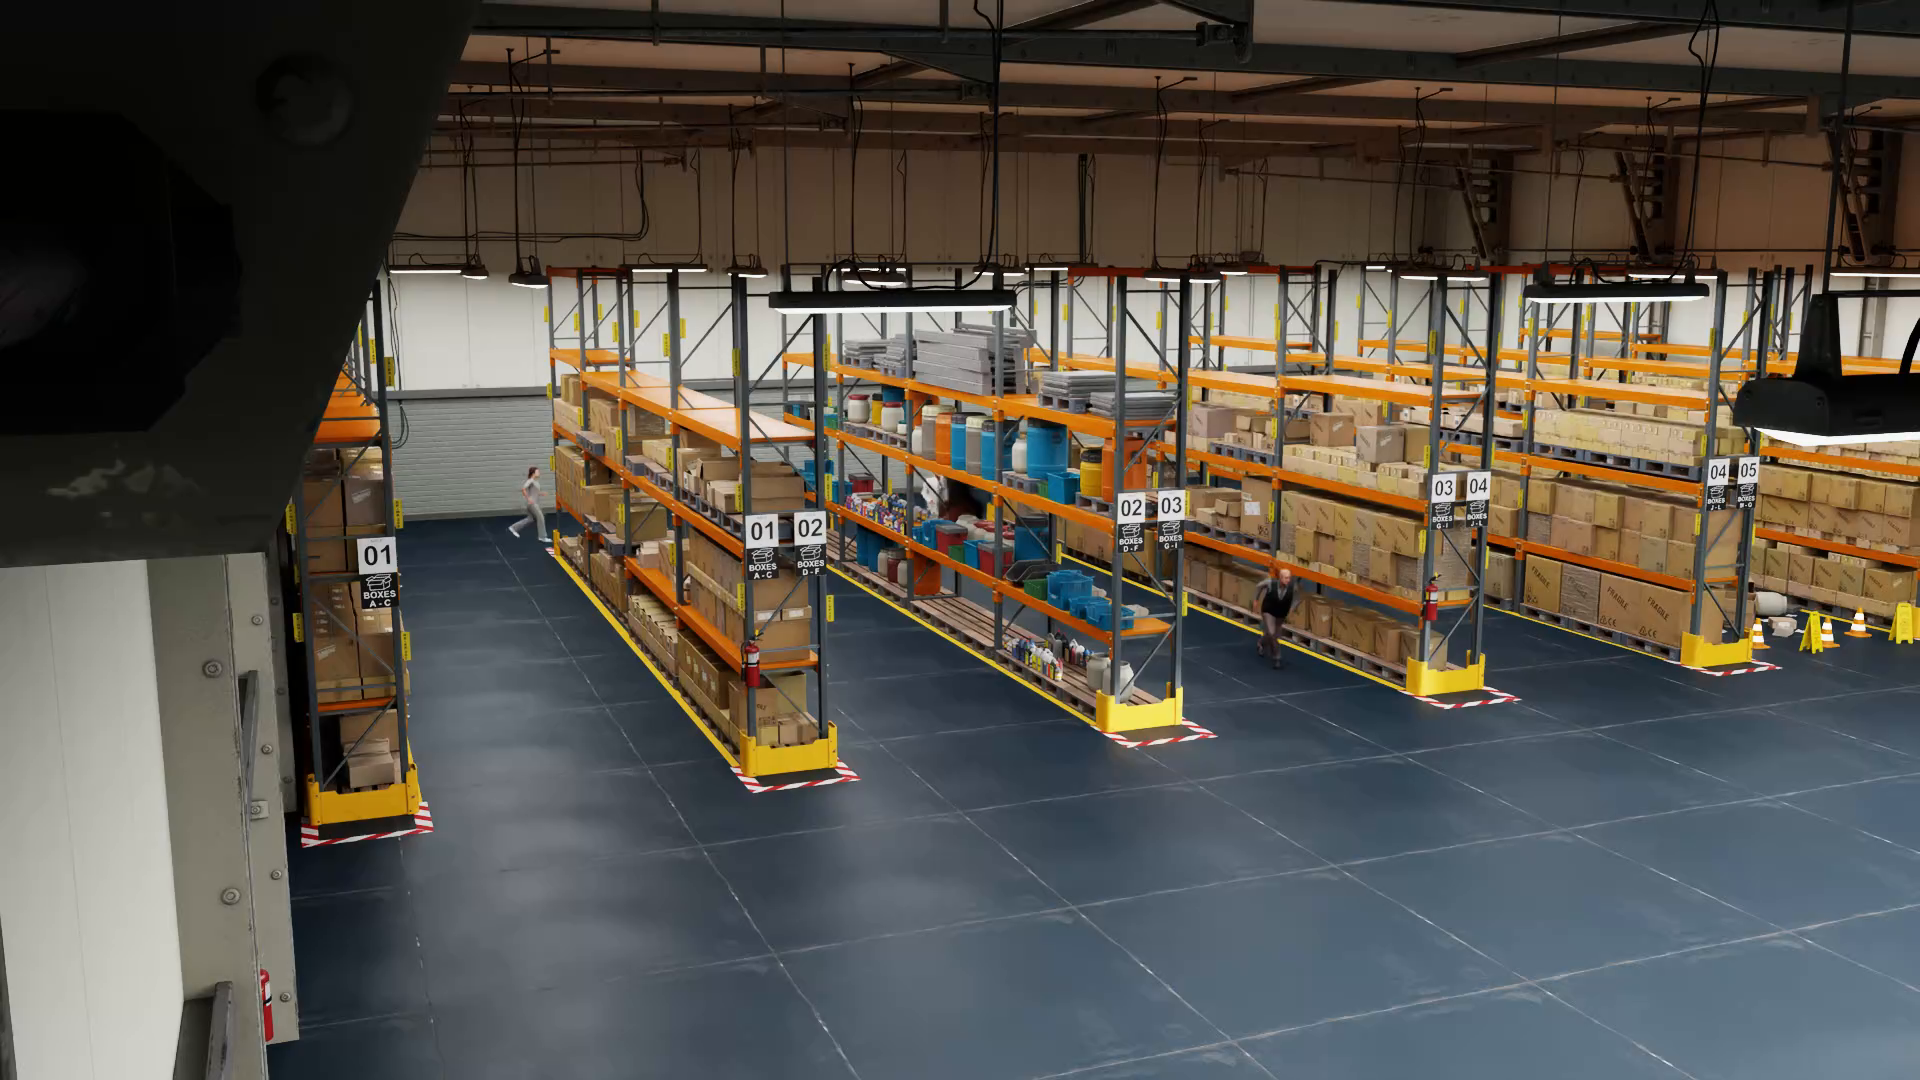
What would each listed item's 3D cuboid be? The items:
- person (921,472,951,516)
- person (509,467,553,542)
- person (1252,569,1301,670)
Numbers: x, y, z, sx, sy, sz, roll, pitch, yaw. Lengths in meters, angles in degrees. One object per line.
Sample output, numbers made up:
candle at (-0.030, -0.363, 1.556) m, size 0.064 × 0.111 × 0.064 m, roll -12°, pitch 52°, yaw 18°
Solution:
person at (-0.546, -0.756, 36.011) m, size 0.698 × 1.723 × 0.757 m, roll -7°, pitch 12°, yaw -35°
person at (-9.406, -0.771, 36.315) m, size 0.936 × 1.664 × 0.534 m, roll -1°, pitch 10°, yaw -8°
person at (4.835, 1.135, 25.549) m, size 0.673 × 1.552 × 1.064 m, roll -1°, pitch 10°, yaw -6°
